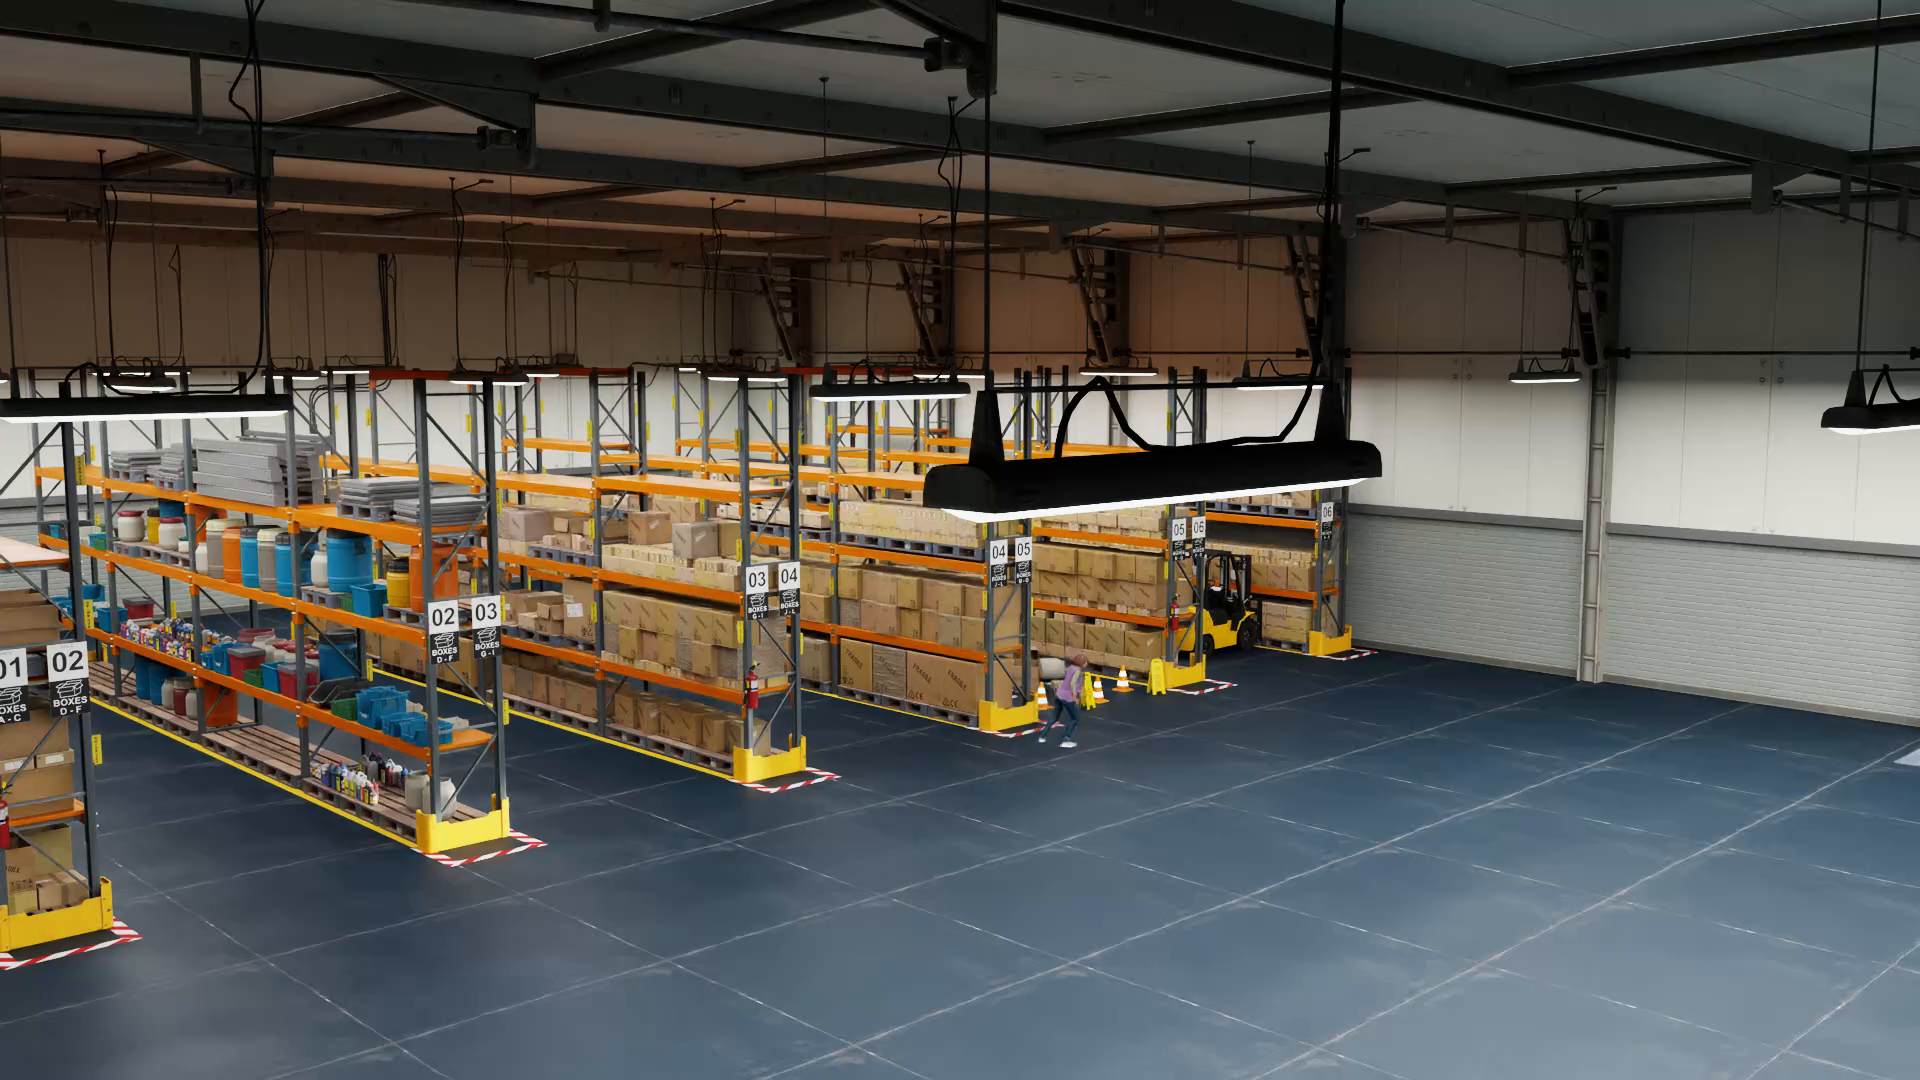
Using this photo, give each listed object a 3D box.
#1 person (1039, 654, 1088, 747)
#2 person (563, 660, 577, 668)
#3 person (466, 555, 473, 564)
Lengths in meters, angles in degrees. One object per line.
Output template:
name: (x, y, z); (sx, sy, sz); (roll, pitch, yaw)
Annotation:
person: (1.681, 2.580, 26.713); (0.804, 1.519, 0.578); (-3, 7, -24)
person: (-7.860, 1.782, 33.481); (0.843, 1.566, 0.610); (3, 7, 25)
person: (-11.281, 1.142, 38.315); (0.656, 1.790, 0.991); (-5, 8, -35)
